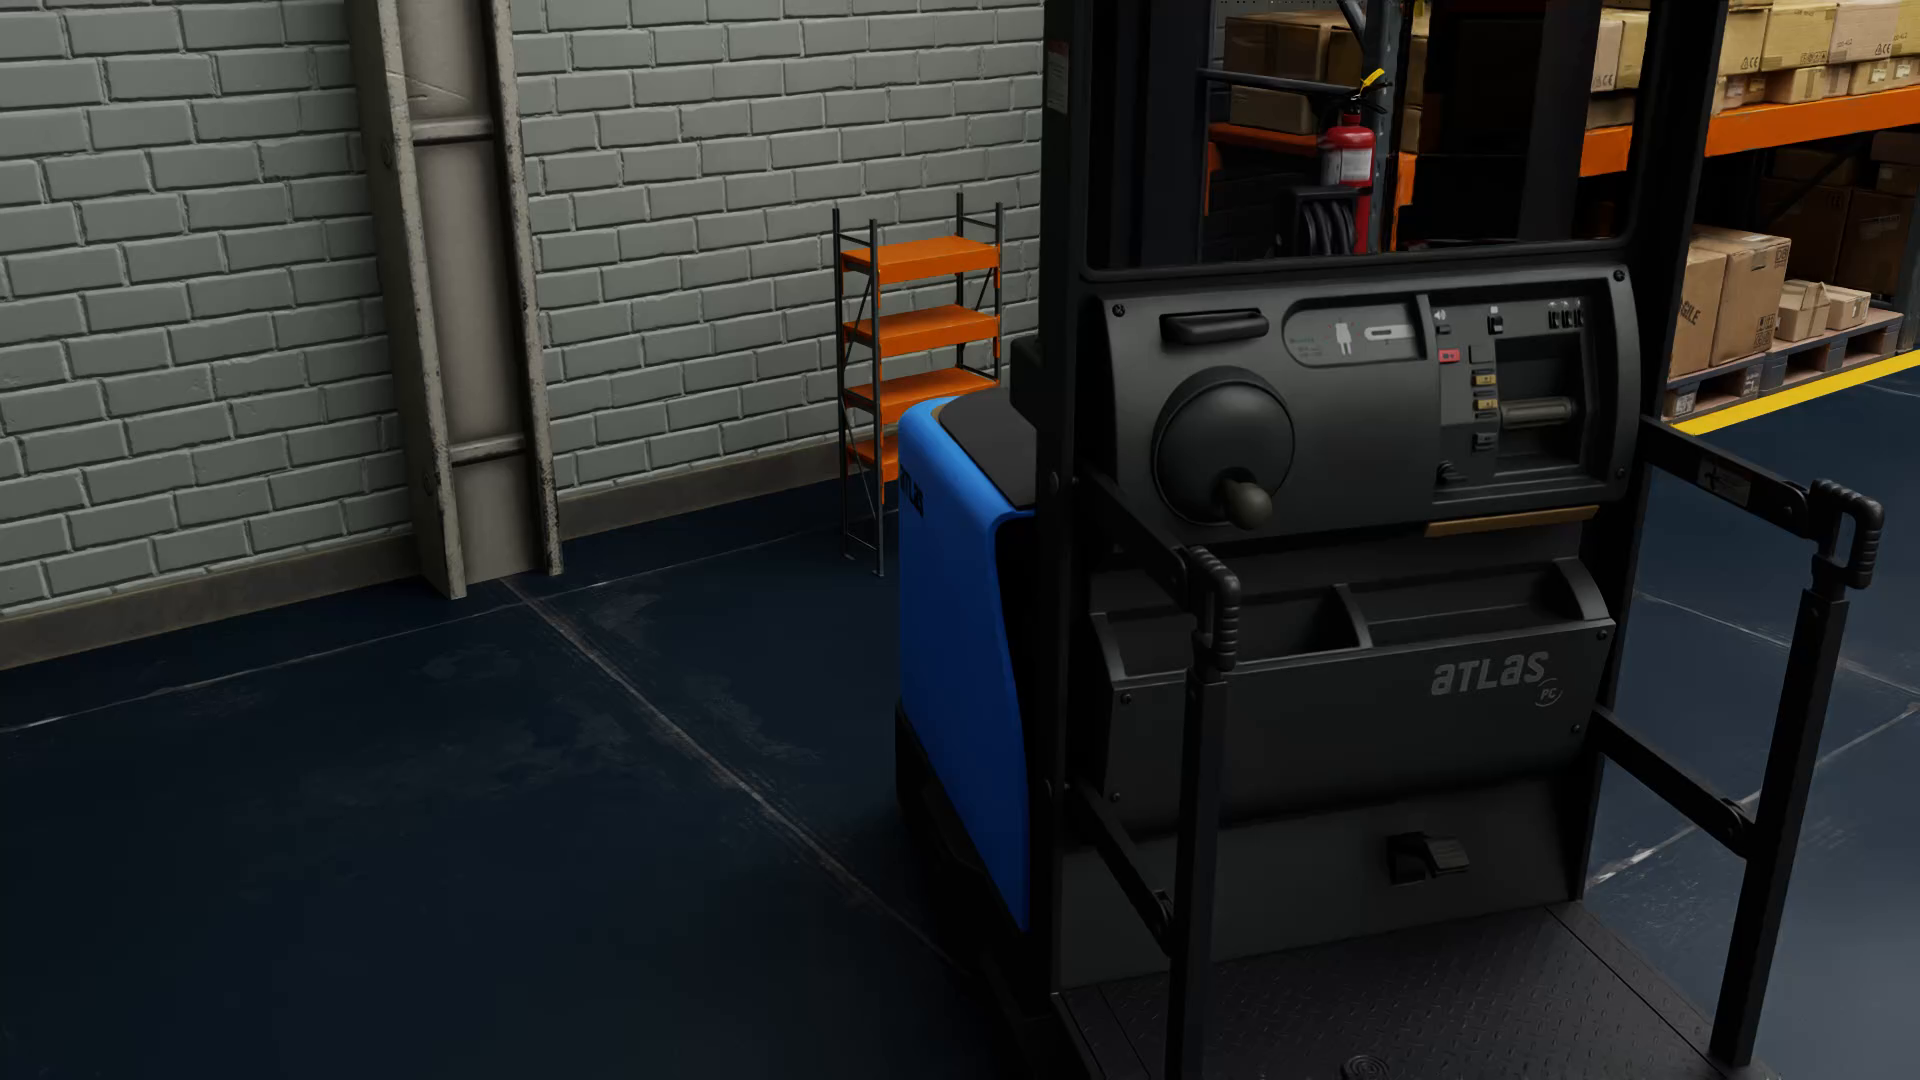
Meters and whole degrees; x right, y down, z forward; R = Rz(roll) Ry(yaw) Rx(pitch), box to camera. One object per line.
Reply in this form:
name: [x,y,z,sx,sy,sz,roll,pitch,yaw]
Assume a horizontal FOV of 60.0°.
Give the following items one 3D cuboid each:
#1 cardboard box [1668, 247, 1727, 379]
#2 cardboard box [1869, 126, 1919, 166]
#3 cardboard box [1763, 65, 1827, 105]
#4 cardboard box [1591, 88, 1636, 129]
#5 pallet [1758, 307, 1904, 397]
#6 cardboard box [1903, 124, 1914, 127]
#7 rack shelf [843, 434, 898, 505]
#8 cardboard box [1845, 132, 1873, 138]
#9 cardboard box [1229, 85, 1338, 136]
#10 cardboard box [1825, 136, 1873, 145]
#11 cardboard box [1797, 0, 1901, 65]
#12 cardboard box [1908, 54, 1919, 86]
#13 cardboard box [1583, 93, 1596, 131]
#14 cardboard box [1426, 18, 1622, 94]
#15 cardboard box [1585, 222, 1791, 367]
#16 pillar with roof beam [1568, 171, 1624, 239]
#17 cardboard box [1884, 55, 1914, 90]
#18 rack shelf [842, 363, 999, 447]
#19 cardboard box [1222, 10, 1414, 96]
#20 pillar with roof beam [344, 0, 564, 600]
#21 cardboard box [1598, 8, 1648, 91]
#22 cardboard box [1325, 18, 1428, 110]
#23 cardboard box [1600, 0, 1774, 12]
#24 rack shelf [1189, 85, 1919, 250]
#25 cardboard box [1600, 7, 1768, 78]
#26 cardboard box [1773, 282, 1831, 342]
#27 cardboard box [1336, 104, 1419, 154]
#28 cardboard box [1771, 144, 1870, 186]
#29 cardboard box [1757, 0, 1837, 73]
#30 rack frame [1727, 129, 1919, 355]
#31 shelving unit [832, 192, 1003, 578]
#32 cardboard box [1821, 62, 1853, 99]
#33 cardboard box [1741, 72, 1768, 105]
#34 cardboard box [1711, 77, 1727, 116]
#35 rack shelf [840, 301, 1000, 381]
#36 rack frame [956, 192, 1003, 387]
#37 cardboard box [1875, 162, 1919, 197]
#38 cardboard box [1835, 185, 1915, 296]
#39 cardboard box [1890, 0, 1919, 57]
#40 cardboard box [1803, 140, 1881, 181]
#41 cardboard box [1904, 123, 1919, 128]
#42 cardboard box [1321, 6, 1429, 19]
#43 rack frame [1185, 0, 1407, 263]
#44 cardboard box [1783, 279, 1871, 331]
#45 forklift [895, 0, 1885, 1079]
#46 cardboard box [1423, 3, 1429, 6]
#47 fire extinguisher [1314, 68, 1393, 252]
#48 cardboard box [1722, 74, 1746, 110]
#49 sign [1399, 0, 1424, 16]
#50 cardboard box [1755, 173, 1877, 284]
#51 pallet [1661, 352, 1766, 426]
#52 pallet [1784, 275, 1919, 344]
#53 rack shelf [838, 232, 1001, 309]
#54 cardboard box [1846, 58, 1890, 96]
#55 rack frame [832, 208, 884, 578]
cardboard box: [2.885,-0.995,7.148,0.500,0.500,0.500,-14,26,-32]
cardboard box: [4.787,-1.954,8.276,0.250,0.149,0.380,-15,26,-34]
cardboard box: [3.449,-1.964,7.111,0.250,0.149,0.380,-15,26,-34]
cardboard box: [2.381,-1.703,6.455,0.250,0.149,0.380,-14,26,-32]
pallet: [3.818,-1.021,8.171,1.213,0.211,1.003,-15,26,-33]
cardboard box: [5.532,-2.260,9.443,0.250,0.149,0.380,-14,26,-32]
rack shelf: [-0.134,-0.275,5.683,0.480,0.148,0.258,-15,26,-33]
cardboard box: [5.101,-2.144,9.152,0.250,0.149,0.380,-16,27,-35]
cardboard box: [1.241,-1.635,6.285,0.250,0.149,0.380,-15,26,-33]
cardboard box: [4.909,-2.080,8.993,0.250,0.149,0.380,-15,26,-32]
cardboard box: [3.707,-2.237,7.256,0.500,0.250,0.500,-15,26,-33]
cardboard box: [4.264,-2.203,7.709,0.250,0.149,0.380,-15,26,-32]
cardboard box: [2.169,-1.644,6.307,0.250,0.149,0.380,-14,26,-31]
cardboard box: [2.063,-1.794,6.146,0.500,0.250,0.500,-15,26,-32]
cardboard box: [3.240,-1.135,7.500,0.500,0.500,0.700,-16,27,-35]
pillar with roof beam: [5.798,-4.077,3.971,0.400,9.000,9.100,-15,26,-33]
cardboard box: [4.066,-2.140,7.552,0.250,0.149,0.380,-14,26,-31]
rack shelf: [-0.134,-0.459,5.609,0.480,0.148,0.258,-15,26,-33]
cardboard box: [1.347,-1.847,6.279,0.500,0.250,0.500,-14,26,-31]
pillar with roof beam: [0.928,-2.778,0.716,0.400,9.000,9.100,-15,26,-33]
cardboard box: [2.473,-1.905,6.423,0.500,0.250,0.500,-16,26,-34]
cardboard box: [1.654,-1.685,5.872,0.500,0.250,0.500,-15,26,-33]
cardboard box: [2.872,-2.358,6.547,0.500,0.500,0.500,-14,26,-32]
rack shelf: [2.752,-1.698,7.075,4.000,0.370,1.077,-15,26,-33]
cardboard box: [2.876,-2.022,6.717,0.500,0.250,0.500,-16,27,-34]
cardboard box: [3.805,-1.104,7.738,0.258,0.266,0.396,-14,26,-31]
cardboard box: [1.556,-1.471,5.875,0.250,0.149,0.380,-15,26,-33]
cardboard box: [4.506,-1.967,8.708,0.250,0.149,0.380,-16,27,-35]
cardboard box: [3.294,-2.133,6.995,0.500,0.250,0.500,-15,26,-33]
rack frame: [4.376,-2.465,8.026,0.127,3.000,1.000,-15,26,-33]
shelving unit: [-0.134,-0.521,5.584,0.503,1.200,0.258,-15,26,-33]
cardboard box: [3.640,-2.028,7.271,0.250,0.149,0.380,-14,26,-31]
cardboard box: [3.174,-1.942,7.055,0.250,0.149,0.380,-14,26,-32]
cardboard box: [2.832,-1.798,6.694,0.250,0.149,0.380,-14,26,-32]
rack shelf: [-0.134,-0.667,5.526,0.480,0.148,0.258,-15,26,-33]
rack frame: [0.064,-0.574,5.717,0.015,1.200,0.240,-15,26,-33]
cardboard box: [4.822,-1.798,8.285,0.250,0.149,0.380,-14,25,-30]
cardboard box: [4.900,-1.536,8.504,0.500,0.500,0.500,-14,25,-31]
cardboard box: [4.105,-2.350,7.539,0.500,0.250,0.500,-14,26,-32]
cardboard box: [4.716,-2.025,8.855,0.250,0.149,0.380,-15,26,-33]
cardboard box: [5.005,-2.007,8.407,0.250,0.149,0.380,-16,27,-35]
cardboard box: [1.766,-1.958,6.558,0.500,0.250,0.500,-15,26,-33]
rack frame: [1.129,-1.599,5.856,0.127,3.000,1.000,-15,26,-33]
cardboard box: [4.095,-1.127,7.953,0.250,0.149,0.380,-16,27,-34]
forklift: [0.732,-0.211,2.471,1.130,2.935,3.031,-6,23,-15]
cardboard box: [2.171,-2.064,6.823,0.500,0.250,0.500,-14,26,-31]
fire extinguisher: [1.279,-1.219,5.512,0.183,0.674,0.296,-15,26,-33]
cardboard box: [3.001,-1.875,6.886,0.250,0.149,0.380,-15,26,-33]
sign: [1.446,-1.838,5.287,0.005,0.325,0.100,-15,26,-33]
cardboard box: [4.601,-1.694,8.901,0.500,0.500,0.500,-15,26,-33]
pallet: [2.826,-0.756,7.506,1.213,0.211,1.003,-15,26,-33]
pallet: [5.014,-1.357,9.013,1.213,0.211,1.003,-15,26,-33]
rack shelf: [-0.134,-0.886,5.439,0.480,0.148,0.258,-15,26,-33]
cardboard box: [3.869,-2.077,7.393,0.250,0.149,0.380,-14,26,-31]
rack frame: [-0.332,-0.469,5.452,0.015,1.200,0.240,-15,26,-33]
